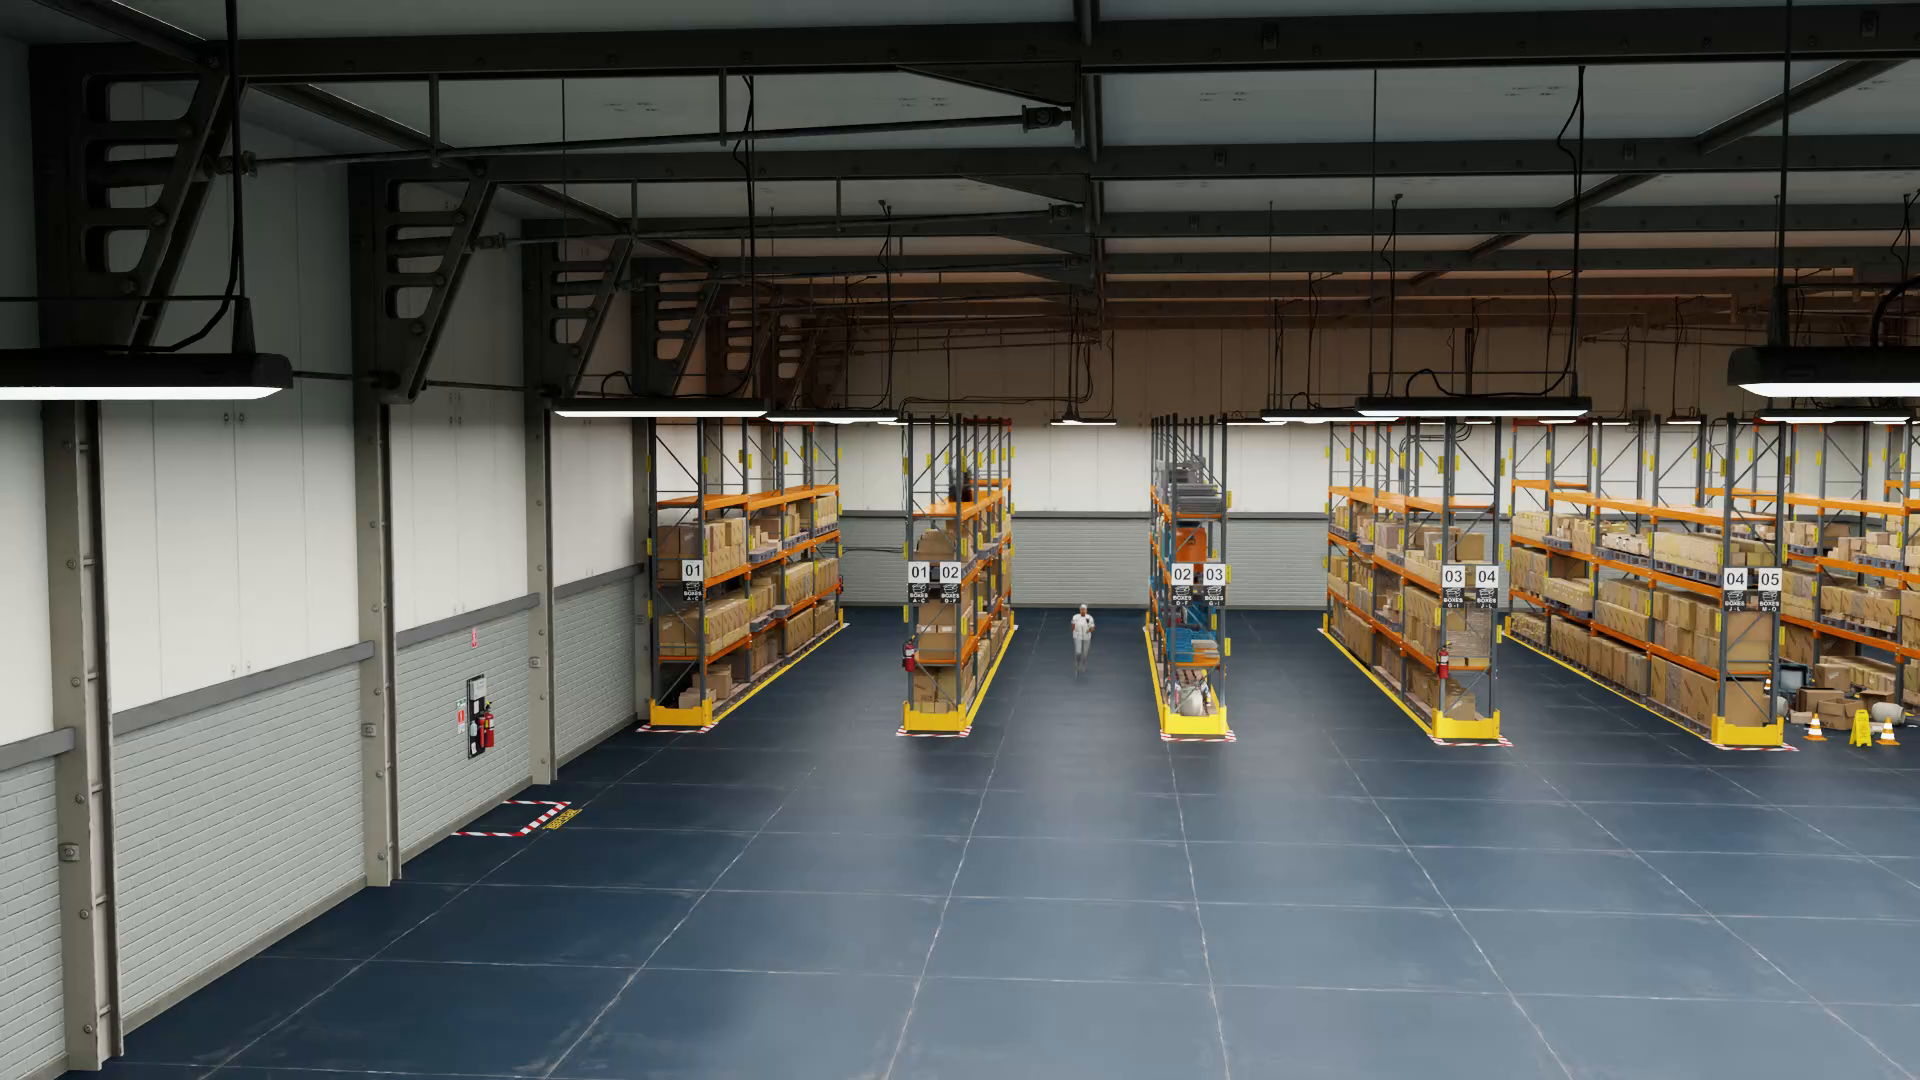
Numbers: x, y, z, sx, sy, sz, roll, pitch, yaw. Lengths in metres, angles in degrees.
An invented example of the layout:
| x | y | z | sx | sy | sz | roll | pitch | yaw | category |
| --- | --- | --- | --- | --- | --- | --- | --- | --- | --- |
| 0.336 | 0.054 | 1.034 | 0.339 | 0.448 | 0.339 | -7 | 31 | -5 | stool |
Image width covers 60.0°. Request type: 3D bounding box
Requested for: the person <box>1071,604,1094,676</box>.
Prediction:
| x | y | z | sx | sy | sz | roll | pitch | yaw | category |
| --- | --- | --- | --- | --- | --- | --- | --- | --- | --- |
| 2.852 | 2.322 | 38.567 | 0.503 | 1.684 | 0.800 | 0 | 4 | -4 | person |

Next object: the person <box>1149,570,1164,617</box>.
| x | y | z | sx | sy | sz | roll | pitch | yaw | category |
| --- | --- | --- | --- | --- | --- | --- | --- | --- | --- |
| 6.079 | 1.507 | 50.362 | 0.733 | 1.685 | 0.585 | -3 | 5 | -40 | person |
